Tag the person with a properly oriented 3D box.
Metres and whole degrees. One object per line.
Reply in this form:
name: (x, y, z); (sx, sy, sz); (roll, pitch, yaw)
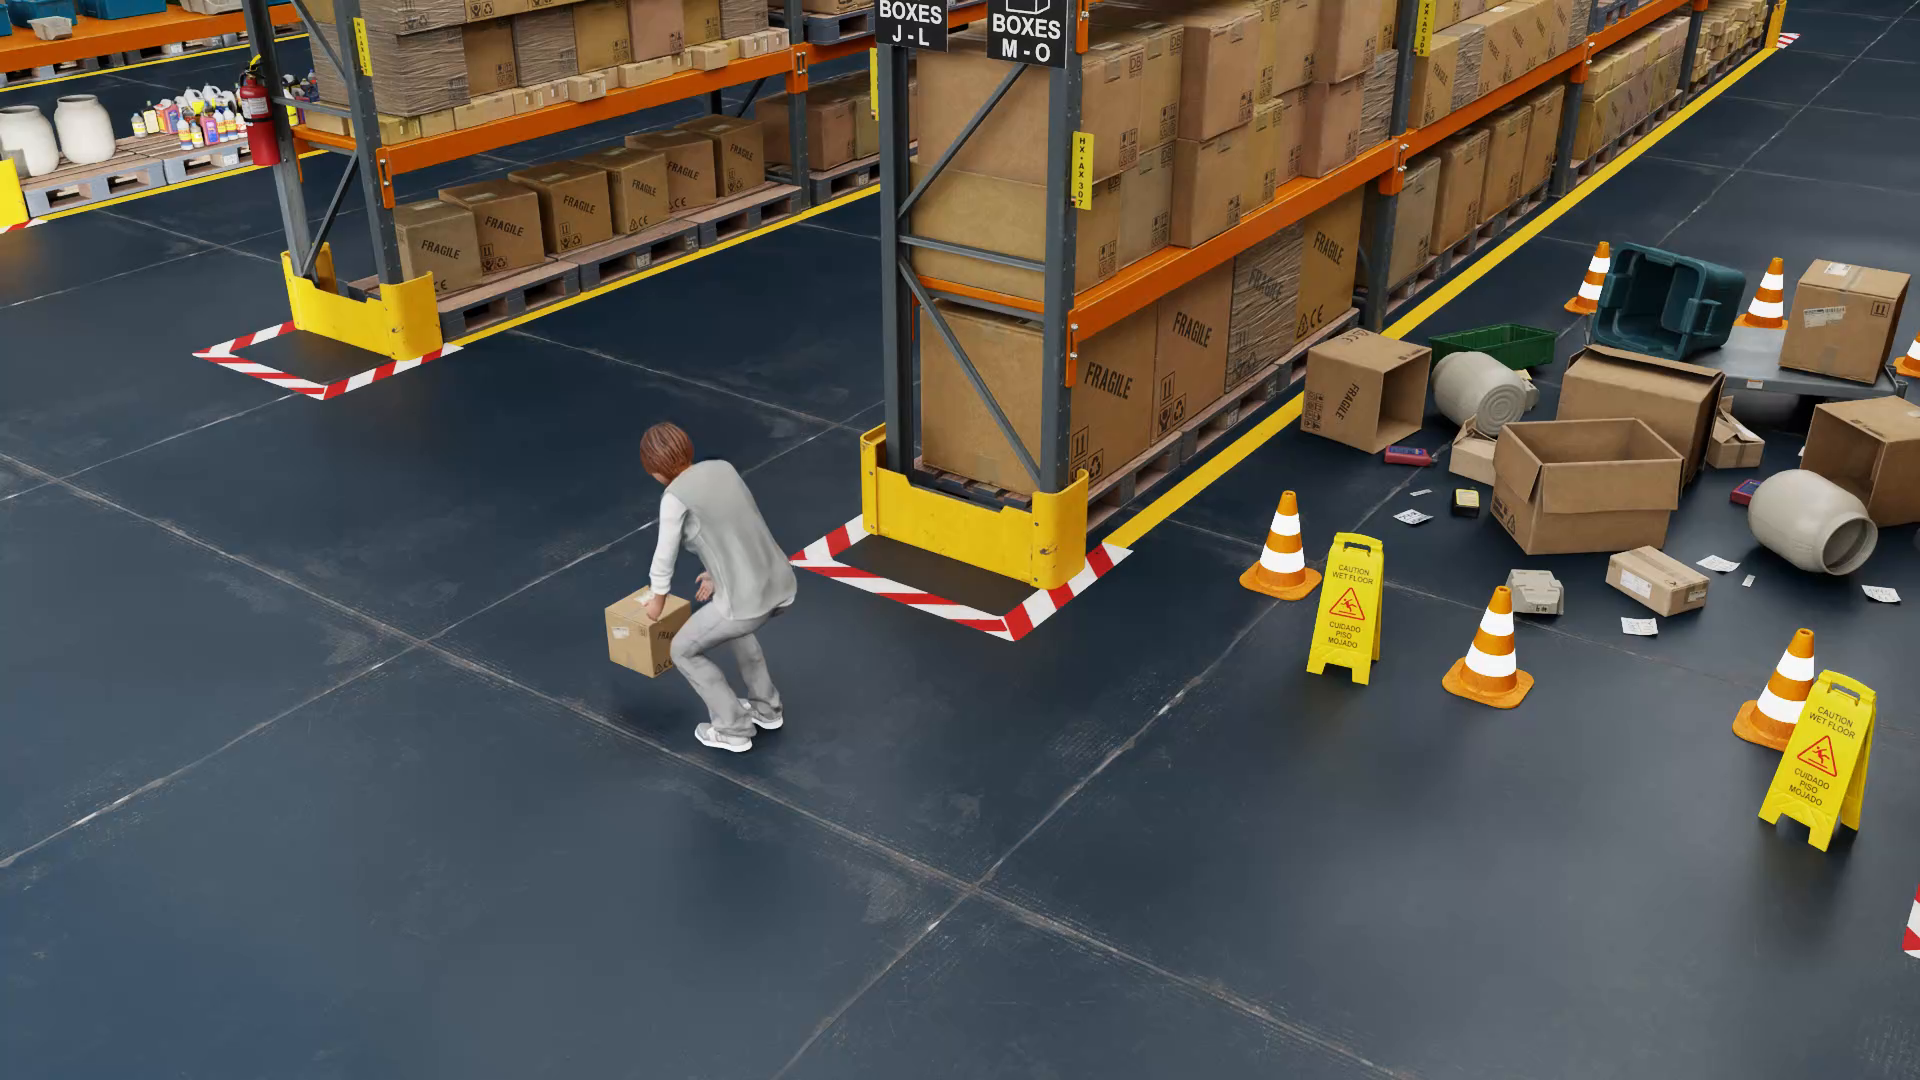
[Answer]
person: (-0.956, 0.214, 6.535); (0.639, 1.310, 0.462); (18, 32, 30)
